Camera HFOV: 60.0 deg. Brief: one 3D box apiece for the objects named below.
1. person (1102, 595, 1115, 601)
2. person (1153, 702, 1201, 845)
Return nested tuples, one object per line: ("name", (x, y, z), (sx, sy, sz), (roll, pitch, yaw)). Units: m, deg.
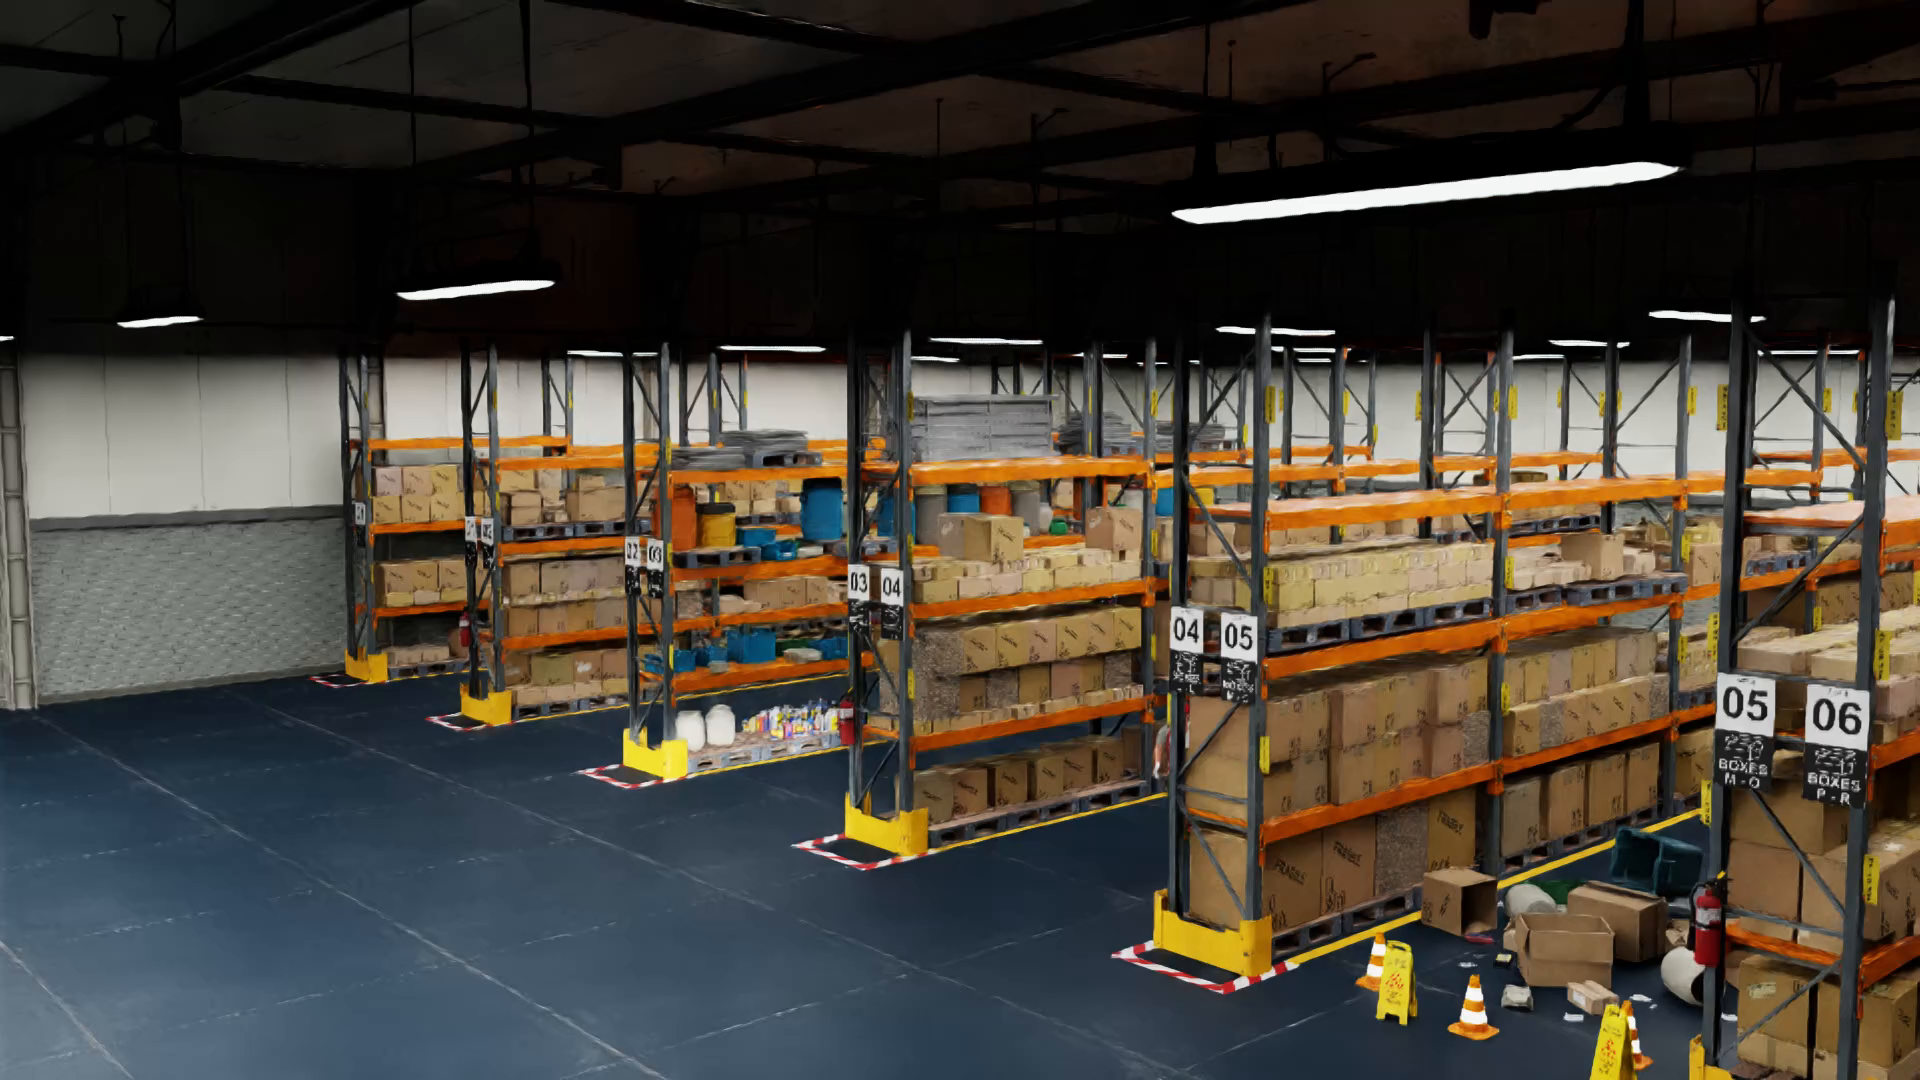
("person", (2.961, 1.363, 33.356), (0.997, 1.618, 0.502), (-5, 7, -43))
("person", (2.530, 2.626, 18.686), (0.675, 1.720, 0.838), (3, 6, 31))
